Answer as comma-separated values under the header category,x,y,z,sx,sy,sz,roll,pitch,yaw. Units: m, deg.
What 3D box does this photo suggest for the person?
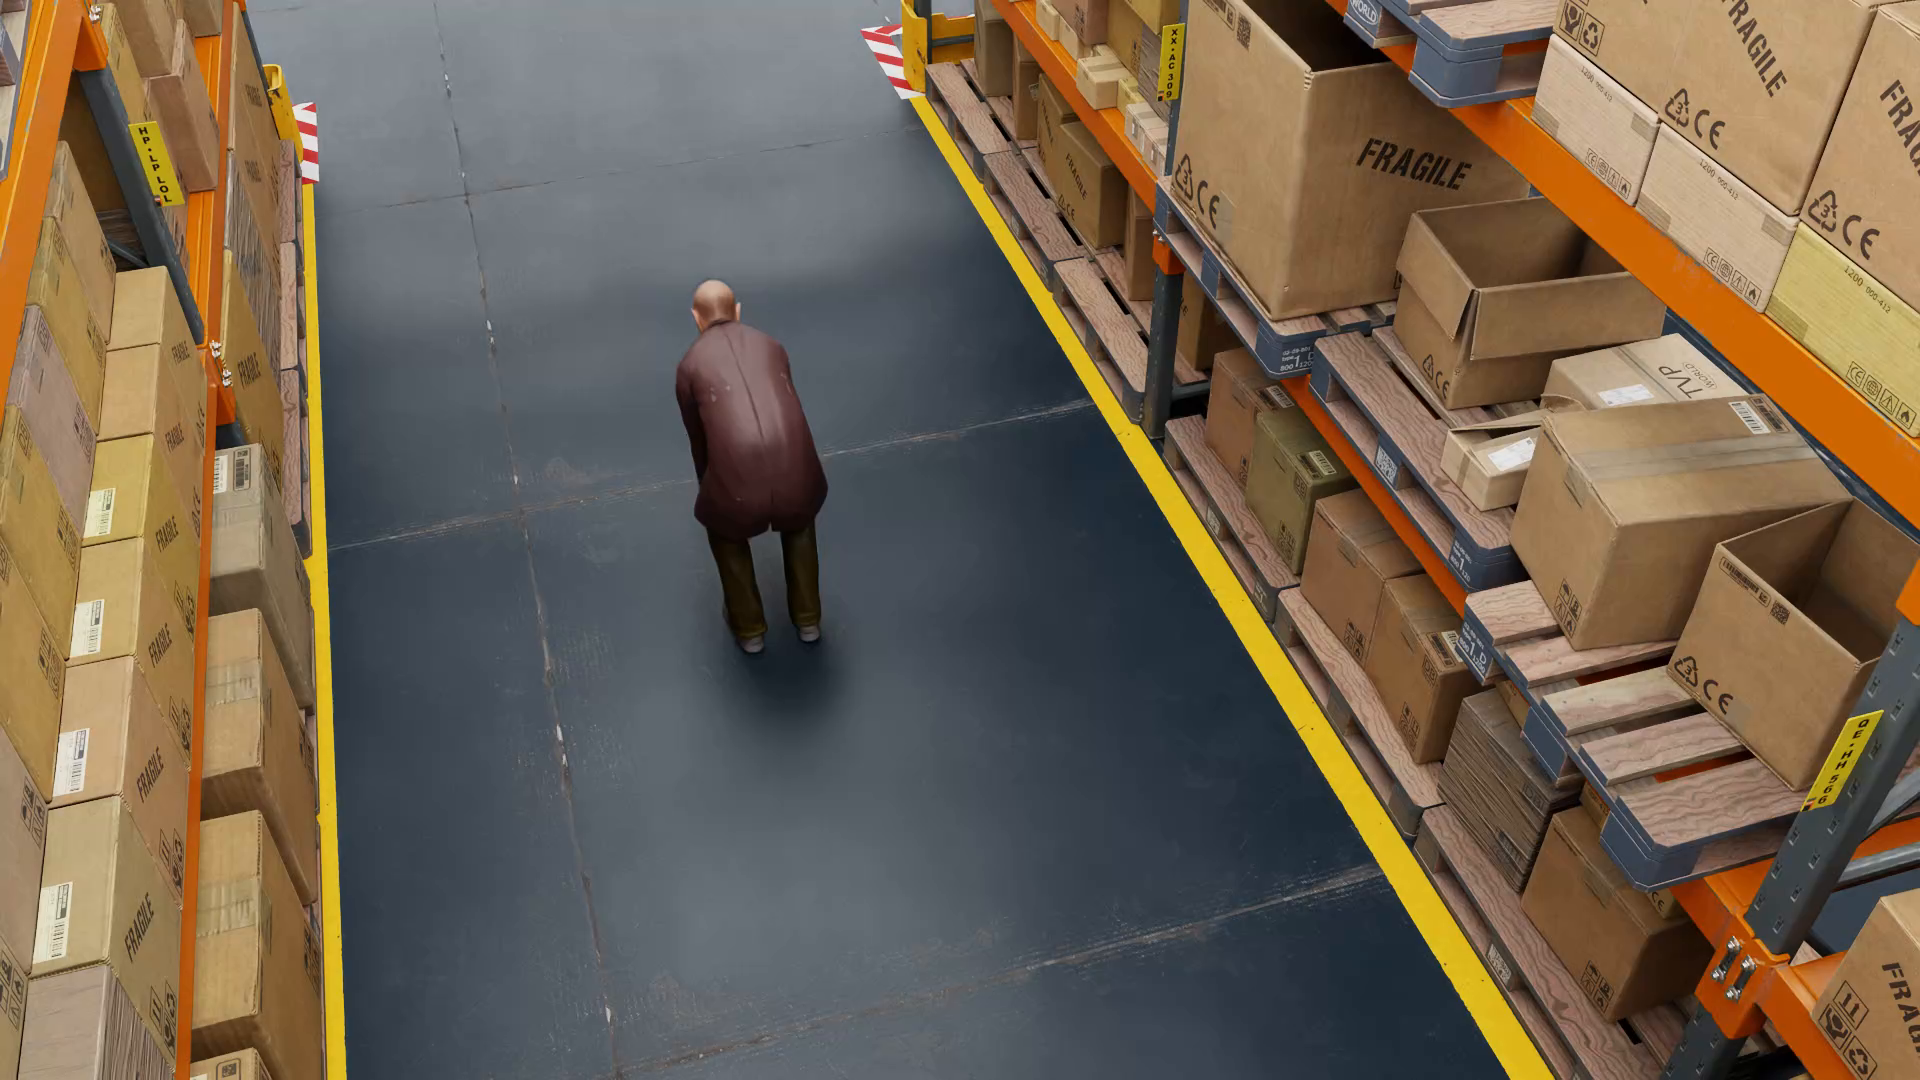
category,x,y,z,sx,sy,sz,roll,pitch,yaw
person,-0.861,-0.290,6.814,0.554,1.360,0.891,-13,43,-14
